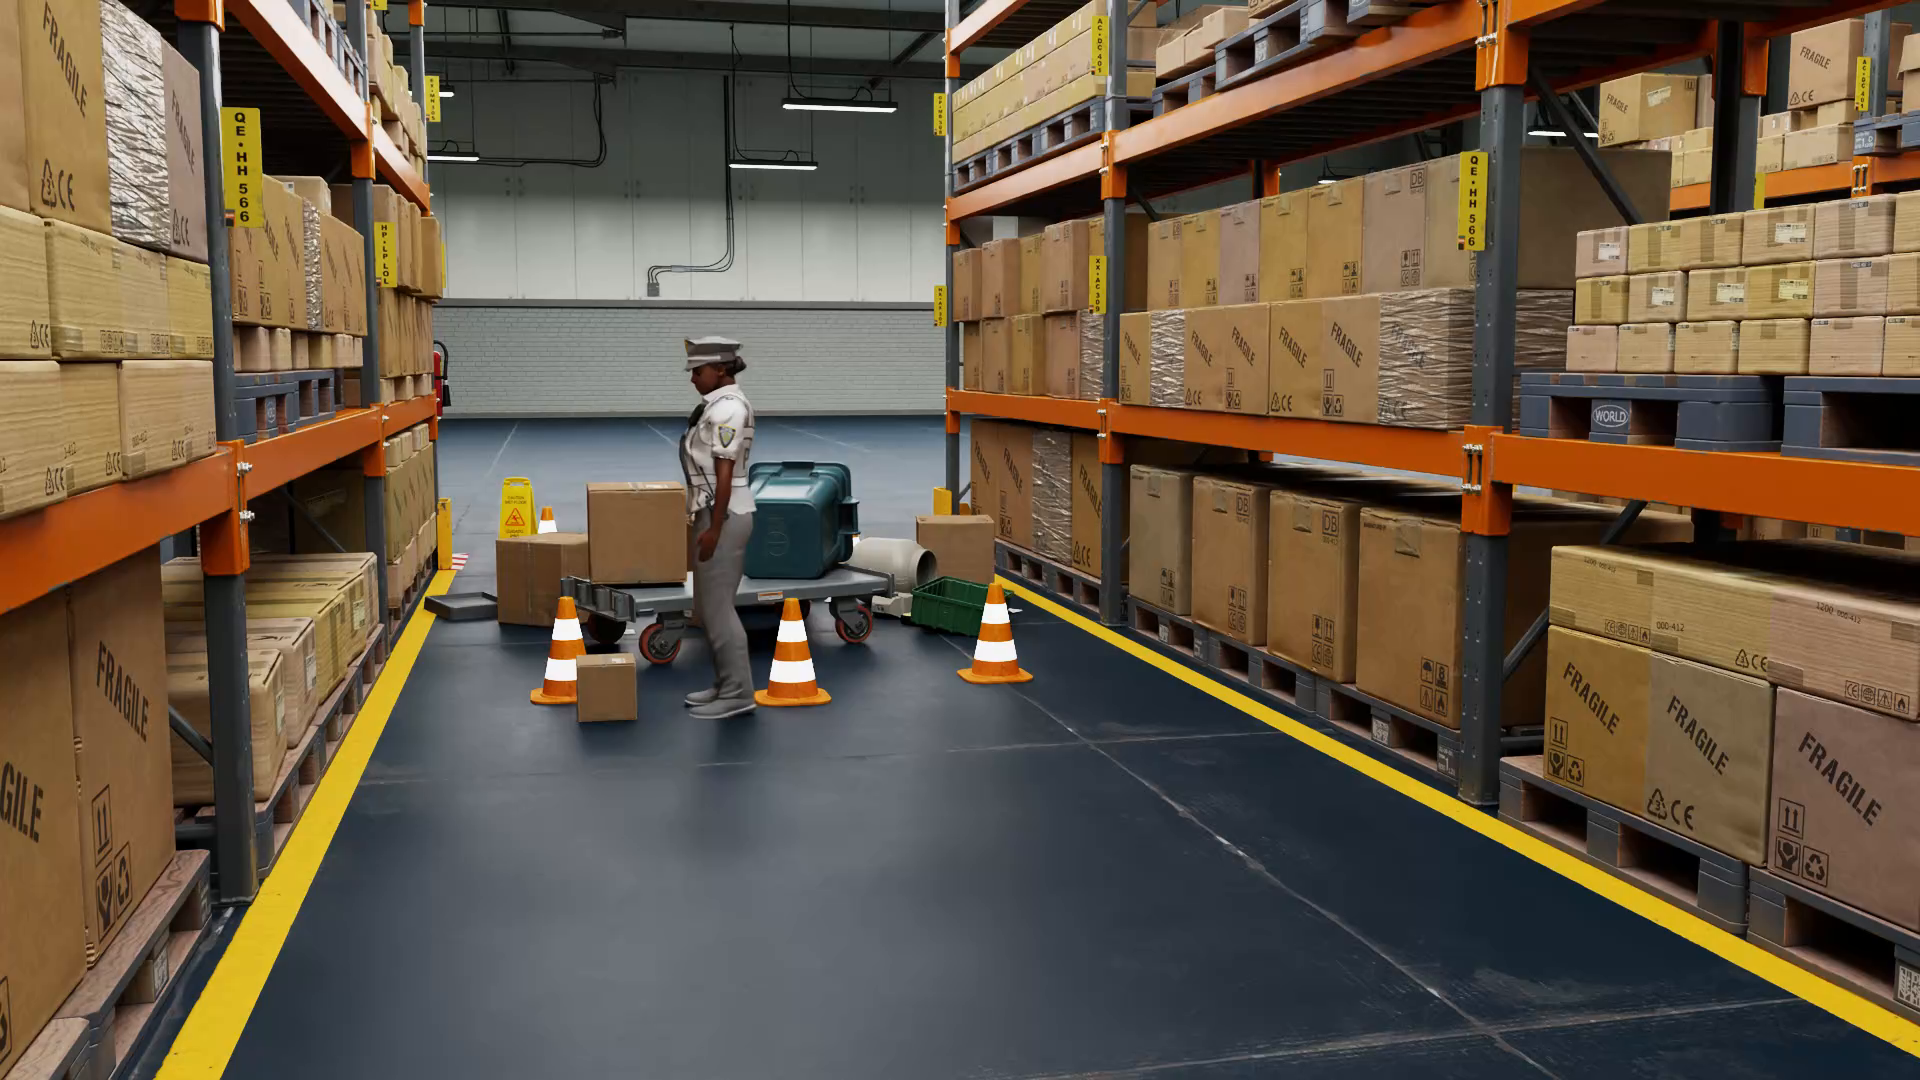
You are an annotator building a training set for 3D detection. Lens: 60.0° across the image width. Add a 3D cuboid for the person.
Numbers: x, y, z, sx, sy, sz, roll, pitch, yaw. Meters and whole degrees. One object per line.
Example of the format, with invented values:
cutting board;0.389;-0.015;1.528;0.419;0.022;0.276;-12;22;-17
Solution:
person;-1.061;-0.057;7.298;0.339;1.665;0.439;-1;6;-13
